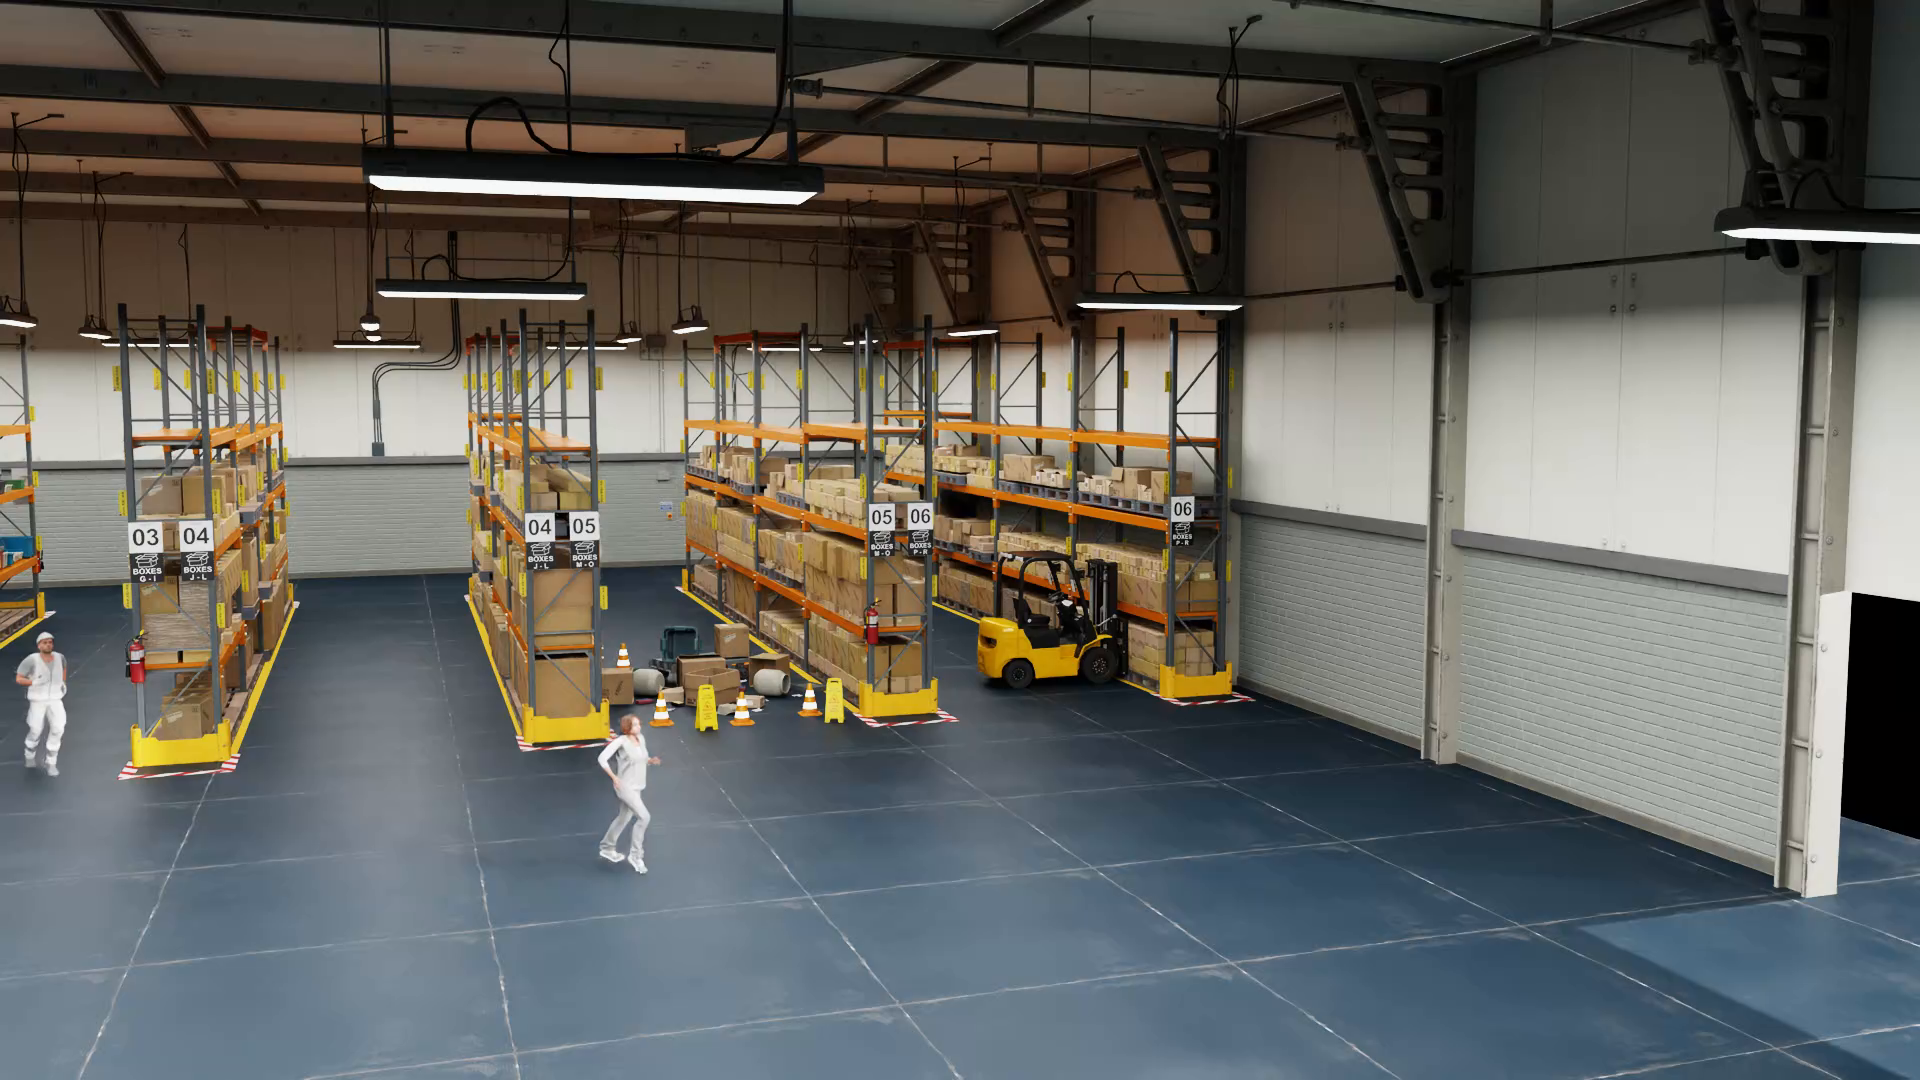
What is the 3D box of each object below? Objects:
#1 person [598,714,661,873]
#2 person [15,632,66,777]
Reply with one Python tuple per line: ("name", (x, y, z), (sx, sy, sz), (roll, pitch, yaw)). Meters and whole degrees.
("person", (-3.405, 2.597, 17.142), (0.710, 1.648, 0.507), (2, 6, 20))
("person", (-11.757, 2.099, 21.348), (0.743, 1.854, 0.667), (5, 7, 42))
